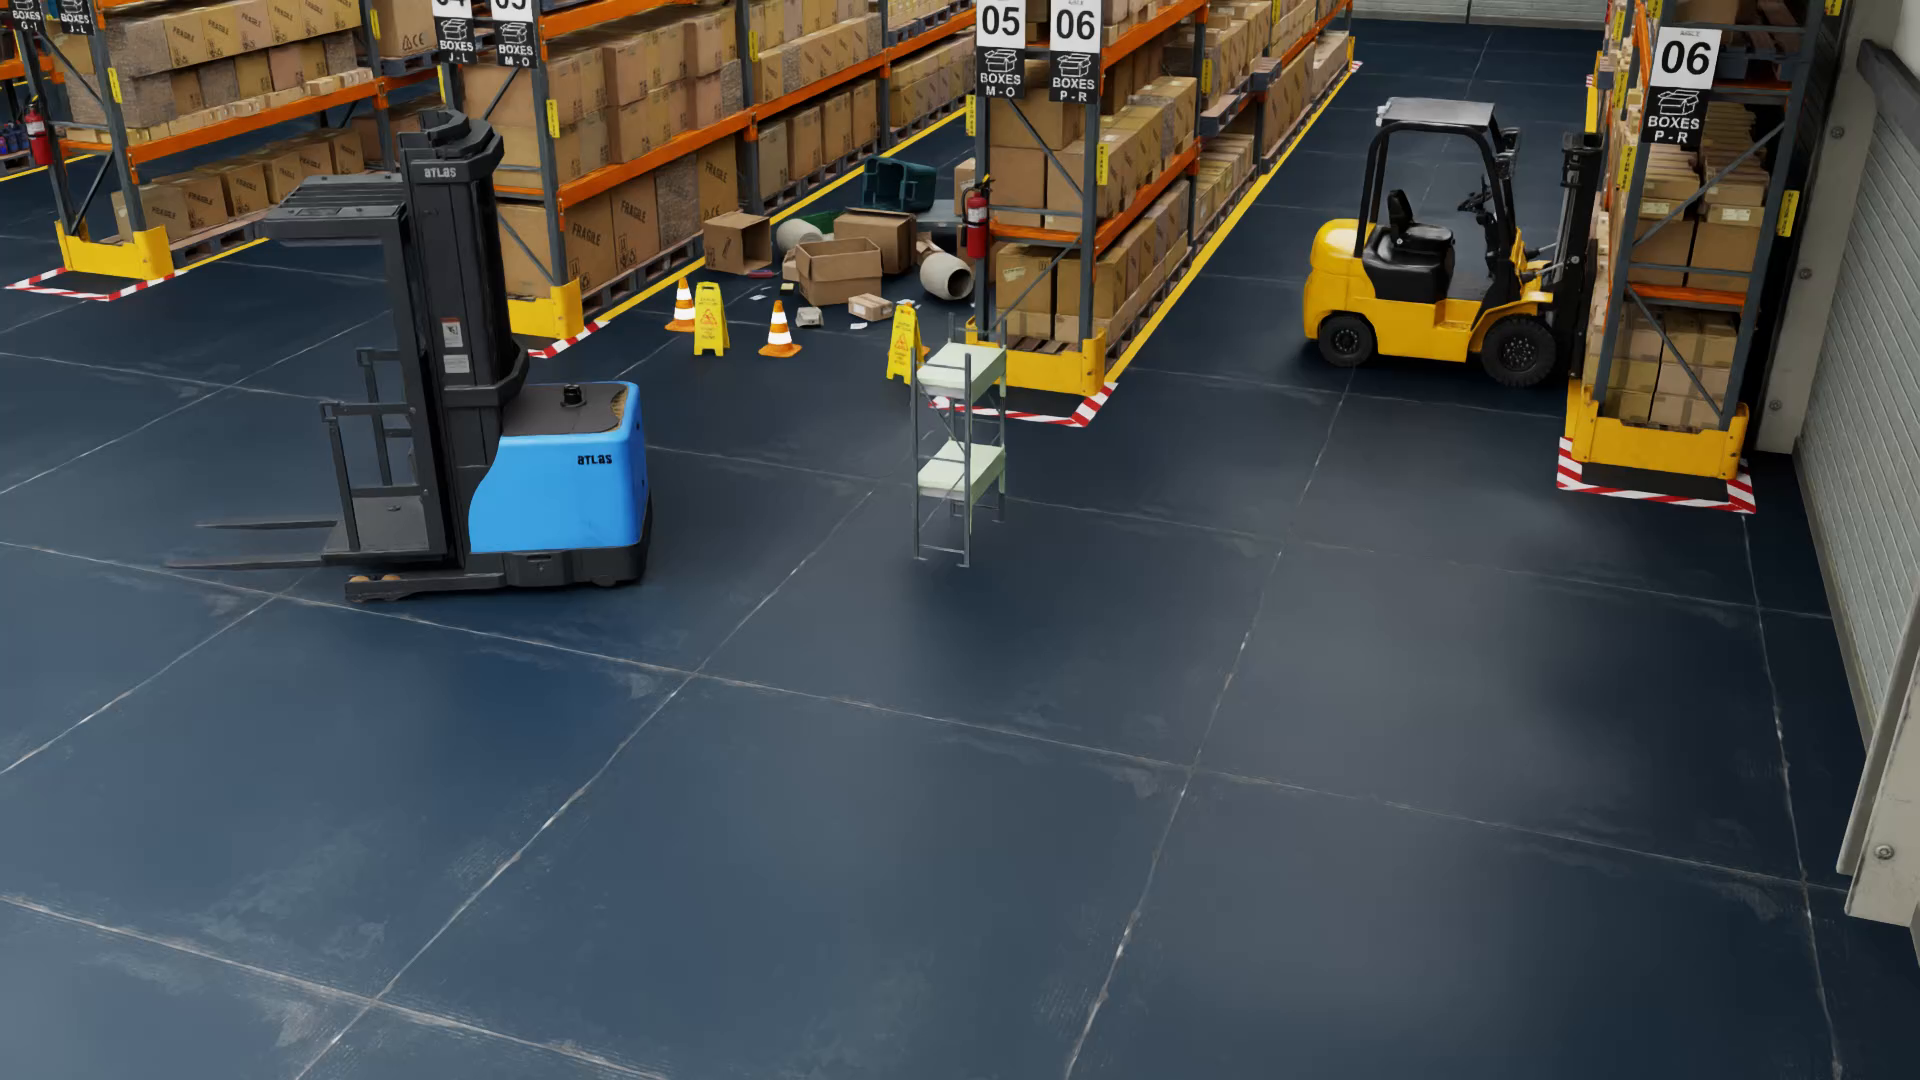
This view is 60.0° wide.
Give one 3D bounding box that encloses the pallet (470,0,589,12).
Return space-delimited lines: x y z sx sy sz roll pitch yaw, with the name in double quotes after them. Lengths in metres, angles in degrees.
-3.851 -4.966 14.948 1.003 0.211 1.213 9 27 17 "pallet"

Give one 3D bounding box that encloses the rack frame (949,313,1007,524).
0.120 -0.823 11.452 0.400 1.500 0.023 9 27 17 "rack frame"

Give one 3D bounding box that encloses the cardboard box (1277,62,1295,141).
3.885 -5.832 22.032 0.875 0.875 0.875 9 27 18 "cardboard box"

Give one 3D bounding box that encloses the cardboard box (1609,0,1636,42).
8.483 -6.419 20.692 0.700 0.500 0.500 9 27 17 "cardboard box"

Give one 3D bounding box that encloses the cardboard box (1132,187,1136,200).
1.339 -3.082 14.685 0.380 0.149 0.250 9 27 19 "cardboard box"

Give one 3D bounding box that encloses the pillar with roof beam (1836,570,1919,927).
0.321 -2.969 7.280 9.100 9.000 0.400 9 27 17 "pillar with roof beam"

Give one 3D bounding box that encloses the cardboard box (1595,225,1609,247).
5.990 -2.638 15.007 0.500 0.250 0.500 9 27 18 "cardboard box"

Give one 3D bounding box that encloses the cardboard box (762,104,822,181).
-2.311 -4.834 20.115 1.050 0.750 0.750 9 27 17 "cardboard box"

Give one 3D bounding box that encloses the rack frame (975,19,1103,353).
0.613 -2.673 13.553 1.000 3.000 0.127 9 27 17 "rack frame"

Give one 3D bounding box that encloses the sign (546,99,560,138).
-3.567 -3.692 14.573 0.100 0.325 0.005 9 27 17 "sign"

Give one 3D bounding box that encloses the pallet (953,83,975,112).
-0.353 -6.706 25.082 1.003 0.211 1.213 9 27 17 "pallet"

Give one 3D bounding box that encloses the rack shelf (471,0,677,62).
-3.423 -5.198 16.151 1.077 0.370 4.000 9 27 17 "rack shelf"

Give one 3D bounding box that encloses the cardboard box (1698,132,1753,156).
6.150 -3.165 13.367 0.380 0.149 0.250 9 27 18 "cardboard box"

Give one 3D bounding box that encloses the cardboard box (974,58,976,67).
0.328 -7.423 25.812 0.380 0.149 0.250 10 28 20 "cardboard box"

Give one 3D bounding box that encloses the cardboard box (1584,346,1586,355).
5.655 -1.770 14.360 0.500 0.250 0.500 10 27 19 "cardboard box"

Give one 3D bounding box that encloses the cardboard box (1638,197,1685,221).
5.147 -2.475 12.285 0.380 0.149 0.250 9 27 18 "cardboard box"

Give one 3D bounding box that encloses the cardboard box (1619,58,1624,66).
7.412 -5.048 18.055 0.500 0.250 0.500 10 27 19 "cardboard box"

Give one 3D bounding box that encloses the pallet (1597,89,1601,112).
9.922 -6.416 24.484 1.003 0.211 1.213 9 27 17 "pallet"

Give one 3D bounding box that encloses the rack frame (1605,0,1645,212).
6.627 -3.599 15.465 1.000 3.000 0.127 9 27 17 "rack frame"

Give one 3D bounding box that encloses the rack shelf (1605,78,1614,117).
8.623 -5.741 20.714 1.077 0.370 4.000 9 27 17 "rack shelf"

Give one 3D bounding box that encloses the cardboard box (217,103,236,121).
-8.002 -4.595 17.810 0.380 0.149 0.250 9 27 17 "cardboard box"

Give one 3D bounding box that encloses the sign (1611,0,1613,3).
8.774 -7.352 22.222 0.100 0.325 0.005 9 27 17 "sign"

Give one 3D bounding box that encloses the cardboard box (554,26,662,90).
-3.464 -4.737 16.403 0.875 0.550 0.500 9 27 17 "cardboard box"

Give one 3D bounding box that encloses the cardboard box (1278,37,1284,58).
3.830 -6.272 21.157 0.500 0.250 0.500 8 27 16 "cardboard box"

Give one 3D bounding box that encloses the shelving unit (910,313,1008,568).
-0.002 -0.672 11.141 0.431 1.500 0.755 9 27 17 "shelving unit"

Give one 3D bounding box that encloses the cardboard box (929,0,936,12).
-0.560 -7.520 23.369 0.380 0.149 0.250 8 27 16 "cardboard box"

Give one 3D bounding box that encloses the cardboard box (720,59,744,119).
-2.869 -4.908 17.996 0.875 0.550 0.550 9 27 17 "cardboard box"

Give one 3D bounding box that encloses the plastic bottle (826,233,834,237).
-1.426 -3.339 18.299 0.133 0.061 0.283 -5 26 -9 "plastic bottle"

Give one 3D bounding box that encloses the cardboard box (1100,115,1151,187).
1.370 -3.430 14.659 0.500 0.500 0.500 8 27 16 "cardboard box"

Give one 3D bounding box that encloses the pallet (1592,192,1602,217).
7.647 -3.655 18.780 1.003 0.211 1.213 9 27 17 "pallet"

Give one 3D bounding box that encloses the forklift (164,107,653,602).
-3.612 -1.162 10.510 3.031 2.935 1.130 -2 26 -5 "forklift"

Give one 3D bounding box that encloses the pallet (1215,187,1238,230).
2.606 -3.885 19.256 1.003 0.211 1.213 9 27 17 "pallet"

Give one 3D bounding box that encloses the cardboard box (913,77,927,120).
-0.786 -6.162 23.145 0.500 0.500 0.500 9 27 18 "cardboard box"

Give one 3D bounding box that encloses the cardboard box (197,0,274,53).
-7.793 -5.543 17.875 0.500 0.500 0.500 9 27 17 "cardboard box"

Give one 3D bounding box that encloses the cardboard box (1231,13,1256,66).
3.058 -5.680 18.825 0.500 0.500 0.500 7 27 14 "cardboard box"

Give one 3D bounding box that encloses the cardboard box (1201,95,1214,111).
2.426 -4.575 17.286 0.380 0.149 0.250 9 27 18 "cardboard box"

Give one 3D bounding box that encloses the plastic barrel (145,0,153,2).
-11.158 -7.374 23.107 0.433 0.535 0.433 0 26 0 "plastic barrel"

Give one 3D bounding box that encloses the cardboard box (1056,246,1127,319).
1.150 -2.264 14.520 0.500 0.500 0.500 8 27 16 "cardboard box"

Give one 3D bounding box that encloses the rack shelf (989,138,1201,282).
1.279 -3.172 15.408 1.077 0.370 4.000 9 27 17 "rack shelf"

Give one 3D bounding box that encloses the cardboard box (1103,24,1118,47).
1.030 -4.000 13.139 0.380 0.149 0.250 9 27 17 "cardboard box"

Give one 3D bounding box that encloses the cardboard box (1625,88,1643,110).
6.241 -3.982 15.055 0.380 0.149 0.250 9 27 18 "cardboard box"

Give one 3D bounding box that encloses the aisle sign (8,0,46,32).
-9.035 -5.299 15.992 0.394 0.787 0.004 9 27 17 "aisle sign"

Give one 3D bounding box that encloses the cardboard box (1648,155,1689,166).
5.330 -2.821 12.658 0.380 0.149 0.250 9 27 19 "cardboard box"

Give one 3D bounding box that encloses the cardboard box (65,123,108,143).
-8.832 -4.145 16.880 0.380 0.149 0.250 9 27 17 "cardboard box"

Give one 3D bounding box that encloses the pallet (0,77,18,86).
-15.721 -7.249 26.202 1.003 0.211 1.213 9 27 17 "pallet"

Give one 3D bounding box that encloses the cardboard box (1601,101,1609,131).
8.577 -5.360 21.488 0.500 0.500 0.500 8 27 16 "cardboard box"

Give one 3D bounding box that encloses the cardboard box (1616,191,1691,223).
5.393 -2.452 12.982 0.500 0.500 0.500 10 27 19 "cardboard box"

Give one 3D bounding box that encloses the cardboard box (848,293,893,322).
-0.856 -2.222 15.891 0.250 0.149 0.380 -20 33 -36 "cardboard box"

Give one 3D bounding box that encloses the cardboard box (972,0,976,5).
0.308 -8.237 25.332 0.380 0.149 0.250 10 28 19 "cardboard box"

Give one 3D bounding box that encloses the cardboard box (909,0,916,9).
-0.818 -7.342 22.661 0.380 0.149 0.250 9 27 18 "cardboard box"

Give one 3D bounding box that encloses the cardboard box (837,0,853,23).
-1.752 -6.741 20.693 0.700 0.500 0.500 8 27 17 "cardboard box"

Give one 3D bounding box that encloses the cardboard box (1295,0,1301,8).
4.184 -7.246 21.735 0.500 0.500 0.500 9 27 18 "cardboard box"

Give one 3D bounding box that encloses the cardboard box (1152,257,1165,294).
1.660 -2.558 15.988 0.500 0.250 0.500 9 27 18 "cardboard box"

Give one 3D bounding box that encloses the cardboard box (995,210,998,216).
0.516 -2.865 14.238 0.380 0.149 0.250 8 27 17 "cardboard box"

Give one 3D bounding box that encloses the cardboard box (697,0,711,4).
-4.443 -8.534 27.614 0.875 0.875 0.875 9 27 17 "cardboard box"

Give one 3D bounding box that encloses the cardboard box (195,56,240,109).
-8.263 -4.934 17.765 0.875 0.500 0.500 9 27 17 "cardboard box"
